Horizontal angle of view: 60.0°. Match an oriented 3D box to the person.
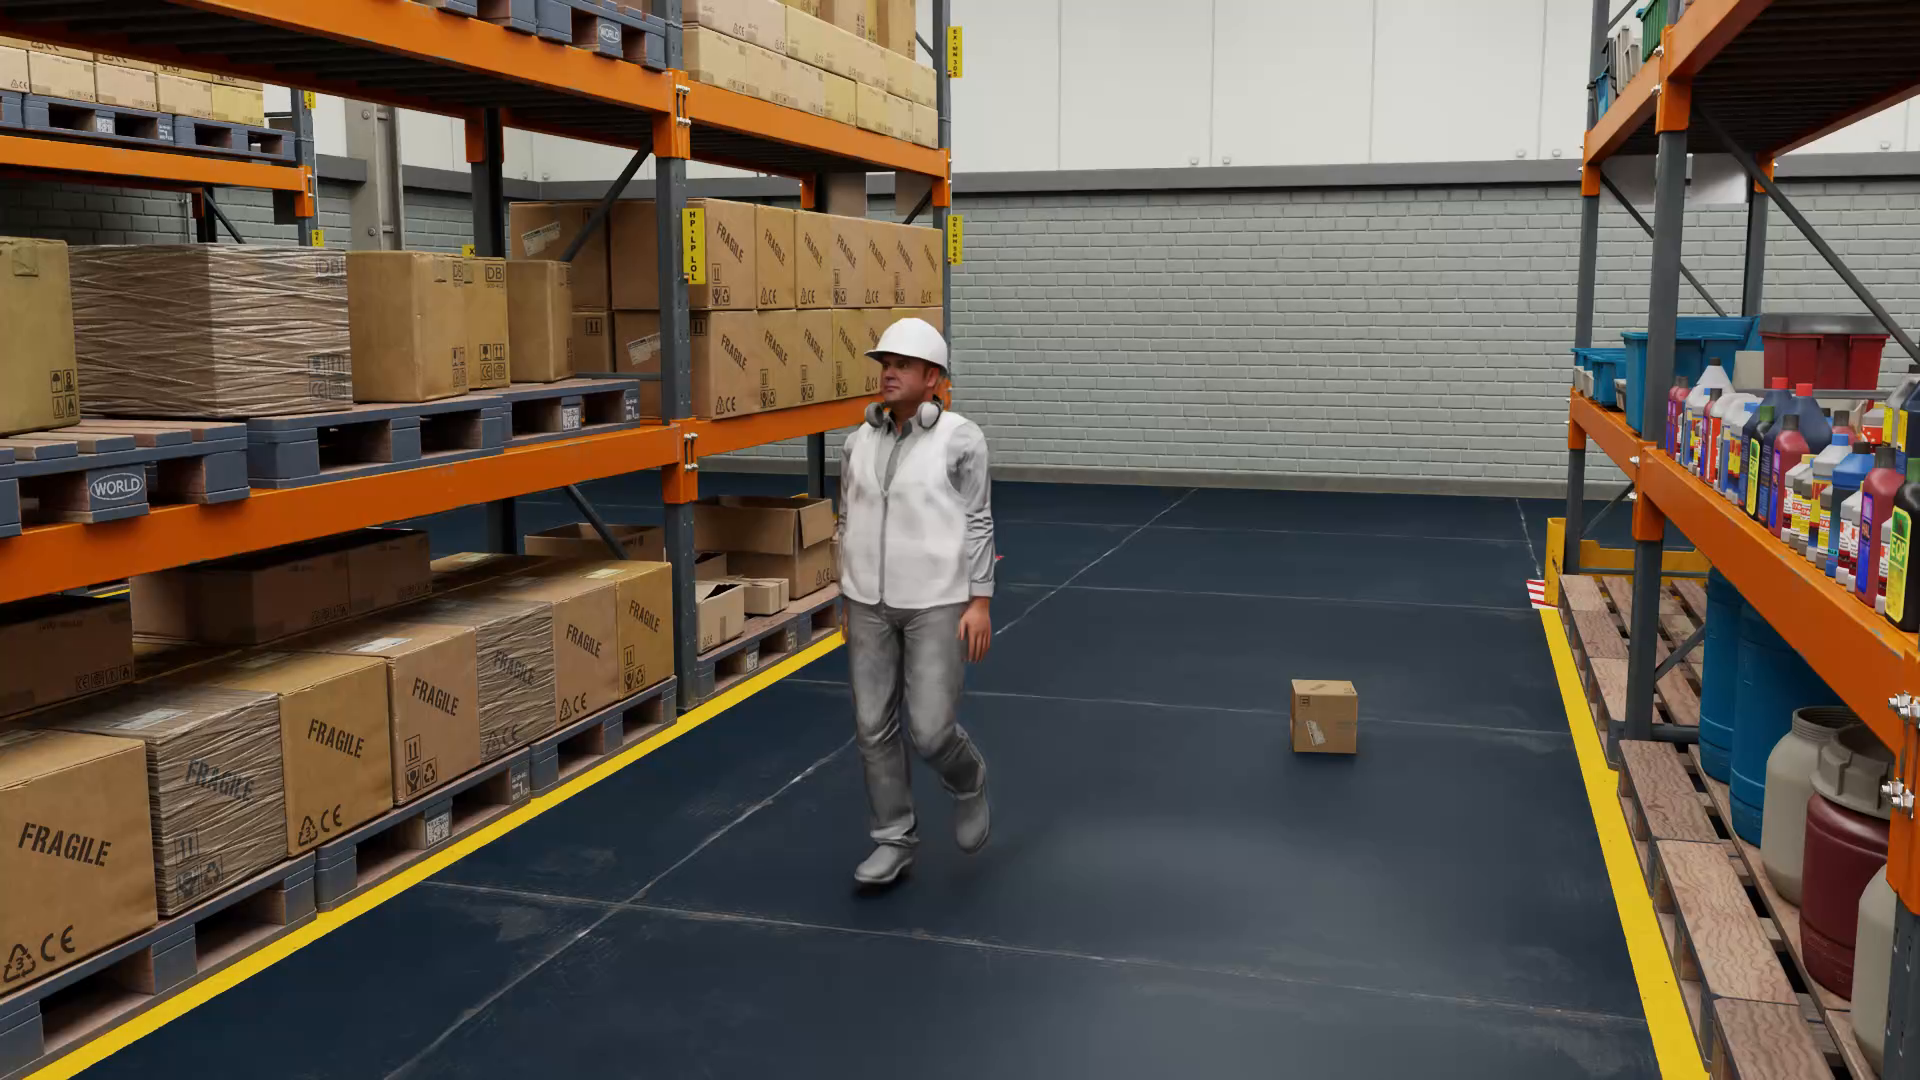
[{"bbox_3d":[-0.151,0.275,5.276,0.453,1.474,0.470,4,9,25],"label":"person"}]
